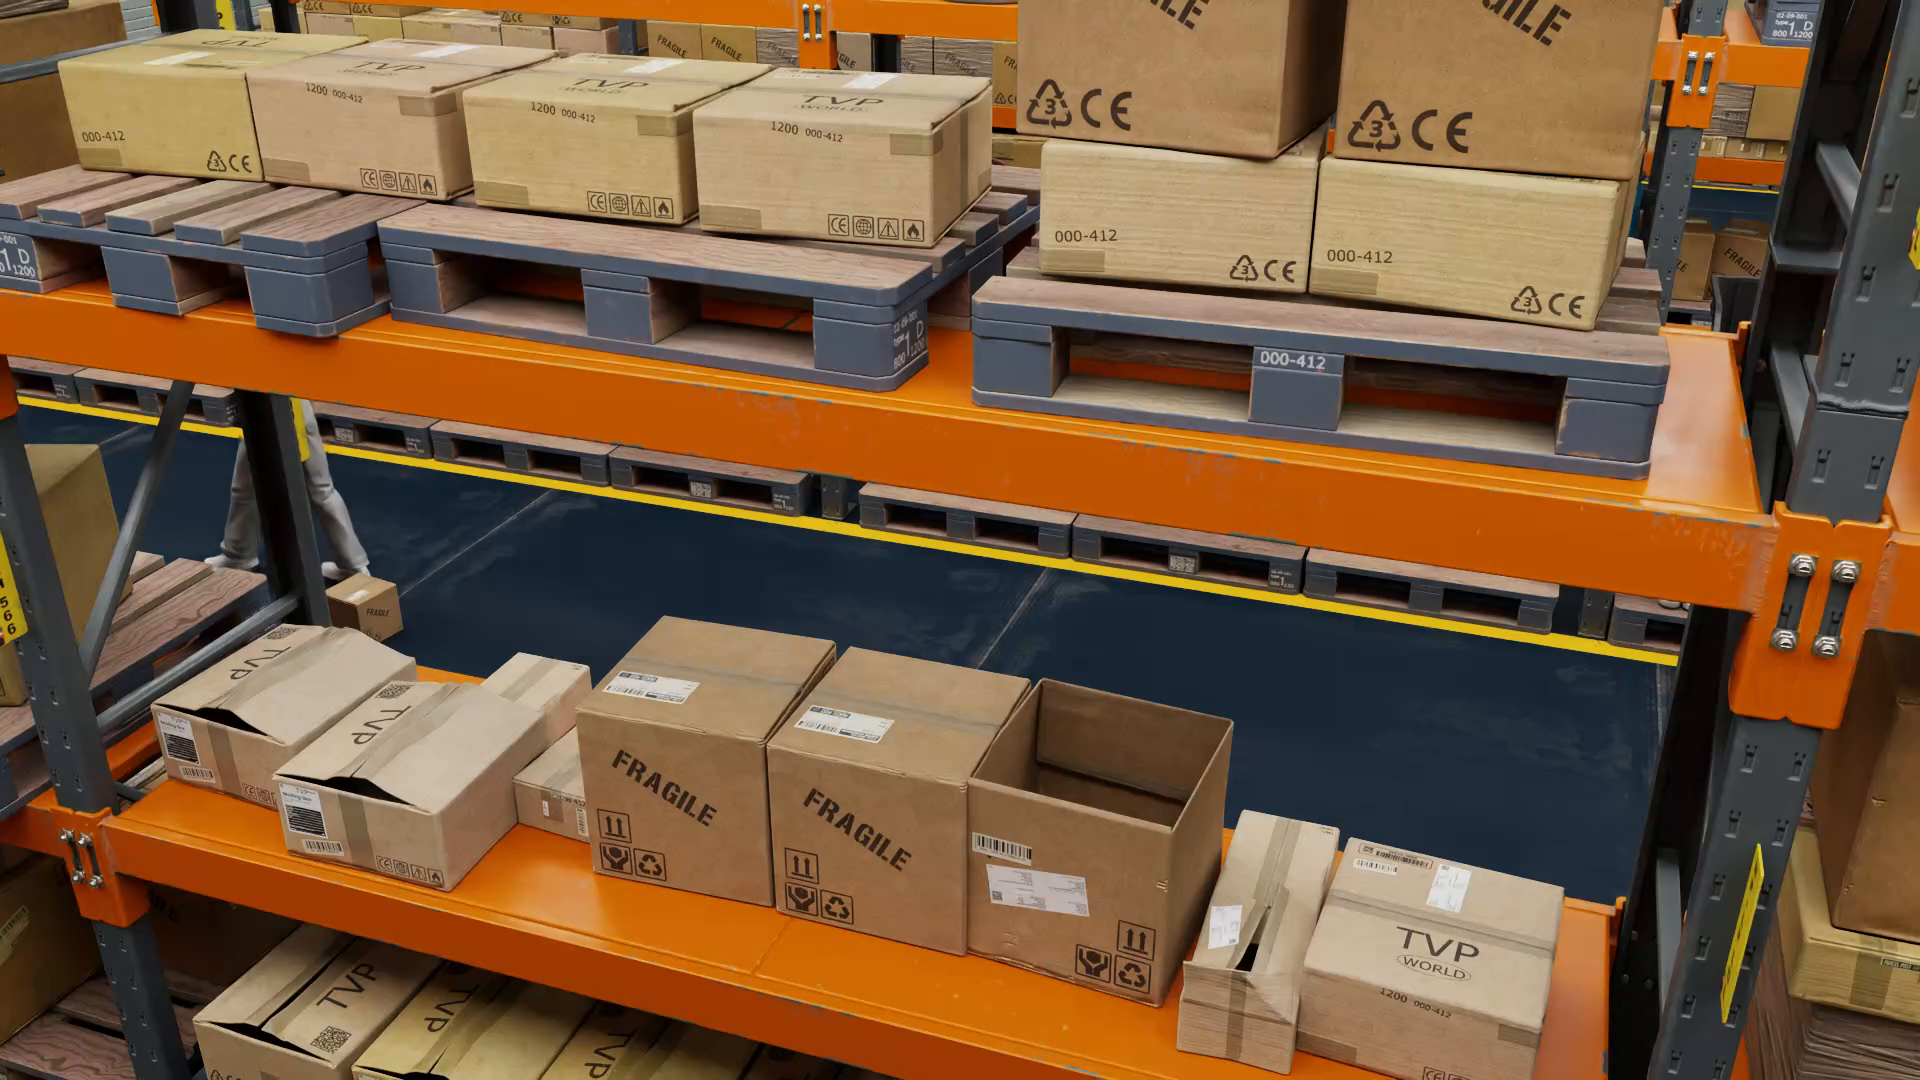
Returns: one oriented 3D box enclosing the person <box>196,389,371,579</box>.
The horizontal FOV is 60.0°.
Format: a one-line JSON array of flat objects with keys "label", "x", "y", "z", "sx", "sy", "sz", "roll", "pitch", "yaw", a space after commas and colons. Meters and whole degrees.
[{"label": "person", "x": -3.470, "y": -0.578, "z": 8.280, "sx": 0.975, "sy": 1.615, "sz": 0.473, "roll": 12, "pitch": 28, "yaw": 24}]
